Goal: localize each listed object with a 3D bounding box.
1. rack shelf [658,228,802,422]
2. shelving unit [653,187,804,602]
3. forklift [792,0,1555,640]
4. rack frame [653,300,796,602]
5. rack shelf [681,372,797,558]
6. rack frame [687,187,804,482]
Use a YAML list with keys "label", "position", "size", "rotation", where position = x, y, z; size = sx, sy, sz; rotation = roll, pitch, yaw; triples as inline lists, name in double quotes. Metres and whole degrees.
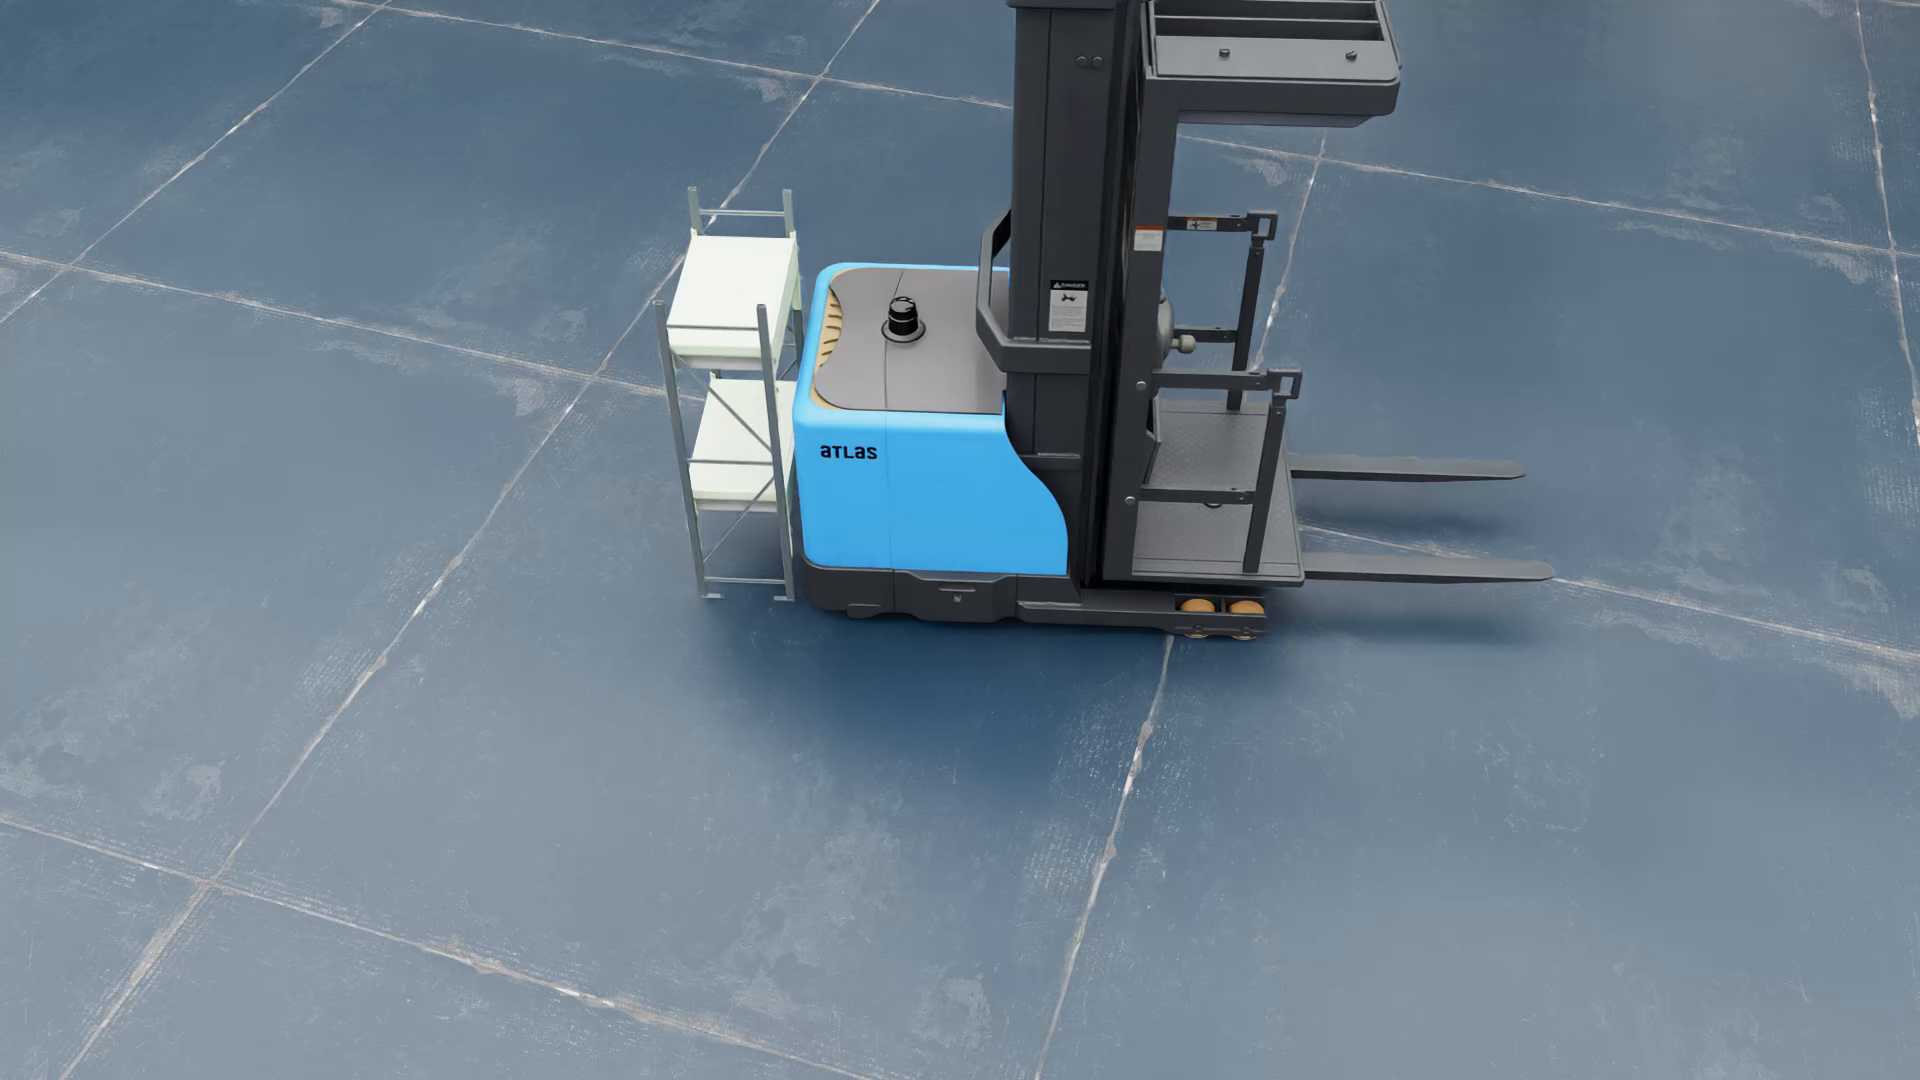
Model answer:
- label: "rack shelf"
  position: [-0.864, -0.830, 6.367]
  size: [0.431, 0.370, 0.720]
  rotation: [2, 44, 2]
- label: "shelving unit"
  position: [-0.864, -0.551, 6.640]
  size: [0.431, 1.500, 0.755]
  rotation: [2, 44, 2]
- label: "forklift"
  position: [0.897, -1.028, 6.103]
  size: [3.031, 2.935, 1.130]
  rotation: [2, 44, 2]
- label: "rack frame"
  position: [-0.882, -0.295, 6.379]
  size: [0.400, 1.500, 0.023]
  rotation: [2, 44, 2]
- label: "rack shelf"
  position: [-0.864, -0.318, 6.868]
  size: [0.431, 0.370, 0.720]
  rotation: [2, 44, 2]
- label: "rack frame"
  position: [-0.845, -0.807, 6.901]
  size: [0.400, 1.500, 0.023]
  rotation: [2, 44, 2]
